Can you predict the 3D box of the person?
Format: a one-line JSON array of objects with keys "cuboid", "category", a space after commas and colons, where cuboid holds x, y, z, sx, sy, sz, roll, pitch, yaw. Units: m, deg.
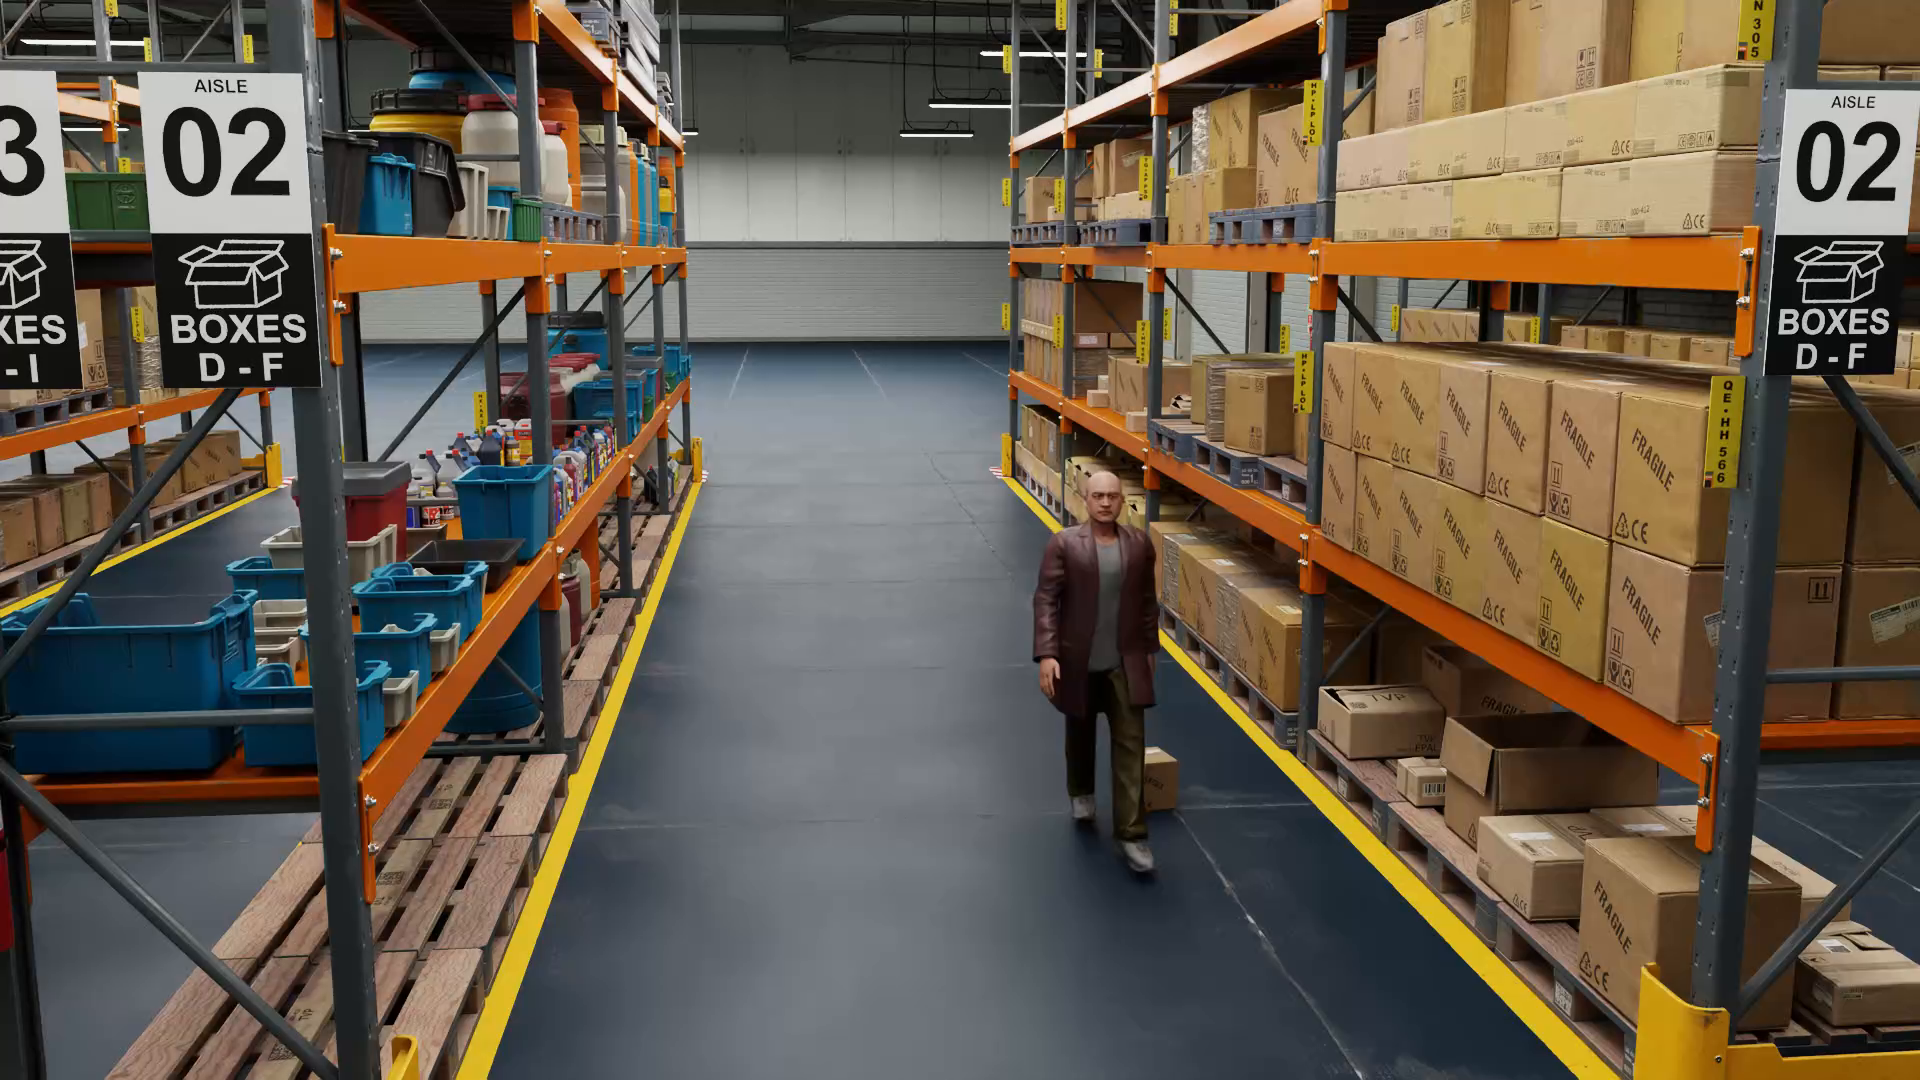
[{"cuboid": [0.645, 0.553, 7.669, 0.637, 1.724, 1.078, -1, 10, -3], "category": "person"}]
